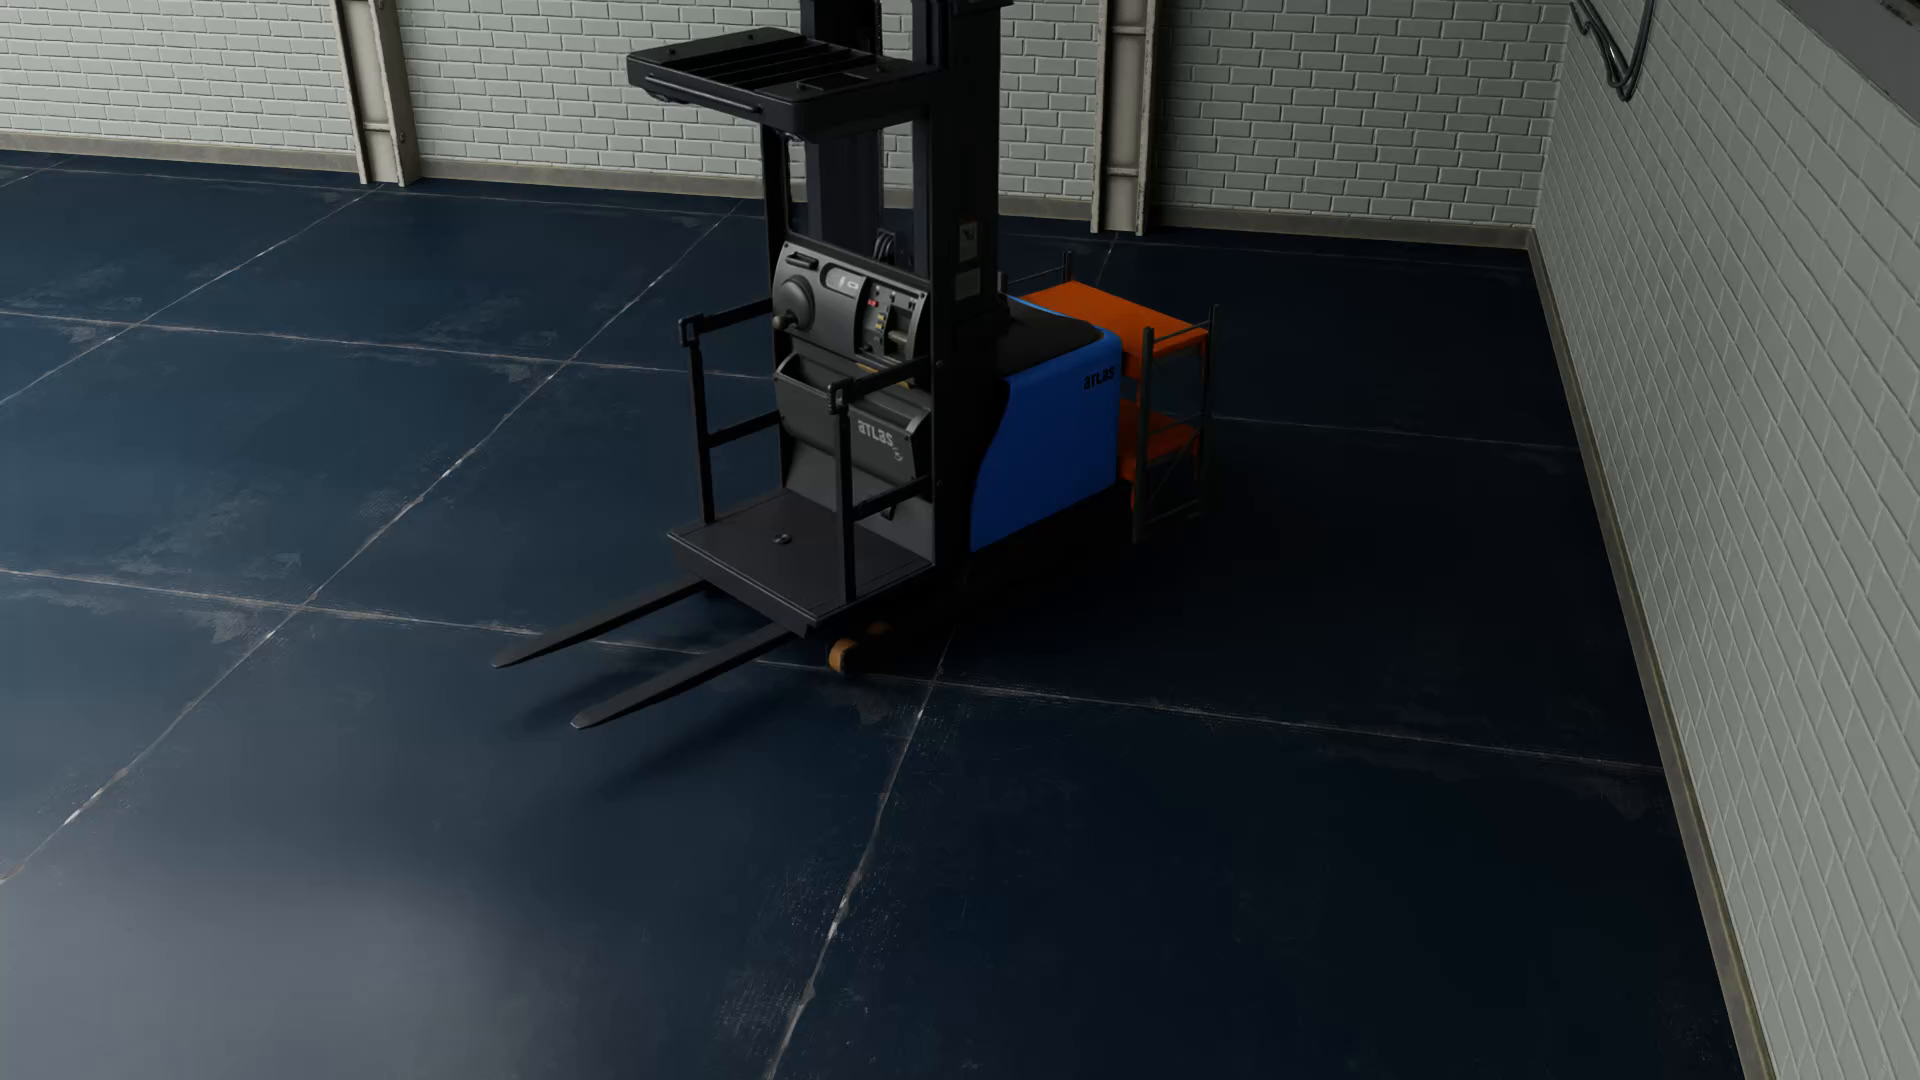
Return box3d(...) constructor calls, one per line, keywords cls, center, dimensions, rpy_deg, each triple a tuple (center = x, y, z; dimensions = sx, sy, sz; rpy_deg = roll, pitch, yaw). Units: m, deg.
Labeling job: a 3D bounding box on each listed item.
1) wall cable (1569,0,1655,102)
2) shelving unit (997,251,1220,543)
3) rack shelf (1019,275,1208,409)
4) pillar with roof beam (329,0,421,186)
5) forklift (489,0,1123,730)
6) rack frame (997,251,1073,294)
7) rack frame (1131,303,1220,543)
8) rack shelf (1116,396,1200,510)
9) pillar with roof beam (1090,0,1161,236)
box3d(cls="wall cable", center=(3.809, -4.027, 9.468), dimensions=(0.112, 2.526, 3.097), rpy_deg=(6, 29, 11))
box3d(cls="shelving unit", center=(0.718, -0.746, 8.441), dimensions=(0.538, 1.125, 1.048), rpy_deg=(-22, 36, -35))
box3d(cls="rack shelf", center=(0.718, -1.003, 8.301), dimensions=(0.538, 0.278, 1.000), rpy_deg=(-22, 36, -35))
box3d(cls="pillar with roof beam", center=(-5.563, -4.885, 7.802), dimensions=(0.400, 9.000, 9.100), rpy_deg=(6, 29, 11))
box3d(cls="forklift", center=(-0.629, -0.978, 6.985), dimensions=(3.031, 2.935, 1.130), rpy_deg=(-25, 37, -38))
box3d(cls="rack frame", center=(0.387, -0.931, 8.780), dimensions=(0.500, 1.125, 0.032), rpy_deg=(-22, 36, -35))
box3d(cls="rack frame", center=(1.049, -0.560, 8.102), dimensions=(0.500, 1.125, 0.032), rpy_deg=(-22, 36, -35))
box3d(cls="rack shelf", center=(0.718, -0.531, 8.559), dimensions=(0.538, 0.278, 1.000), rpy_deg=(-22, 36, -35))
box3d(cls="pillar with roof beam", center=(0.305, -4.283, 6.703), dimensions=(0.400, 9.000, 9.100), rpy_deg=(6, 29, 11))
